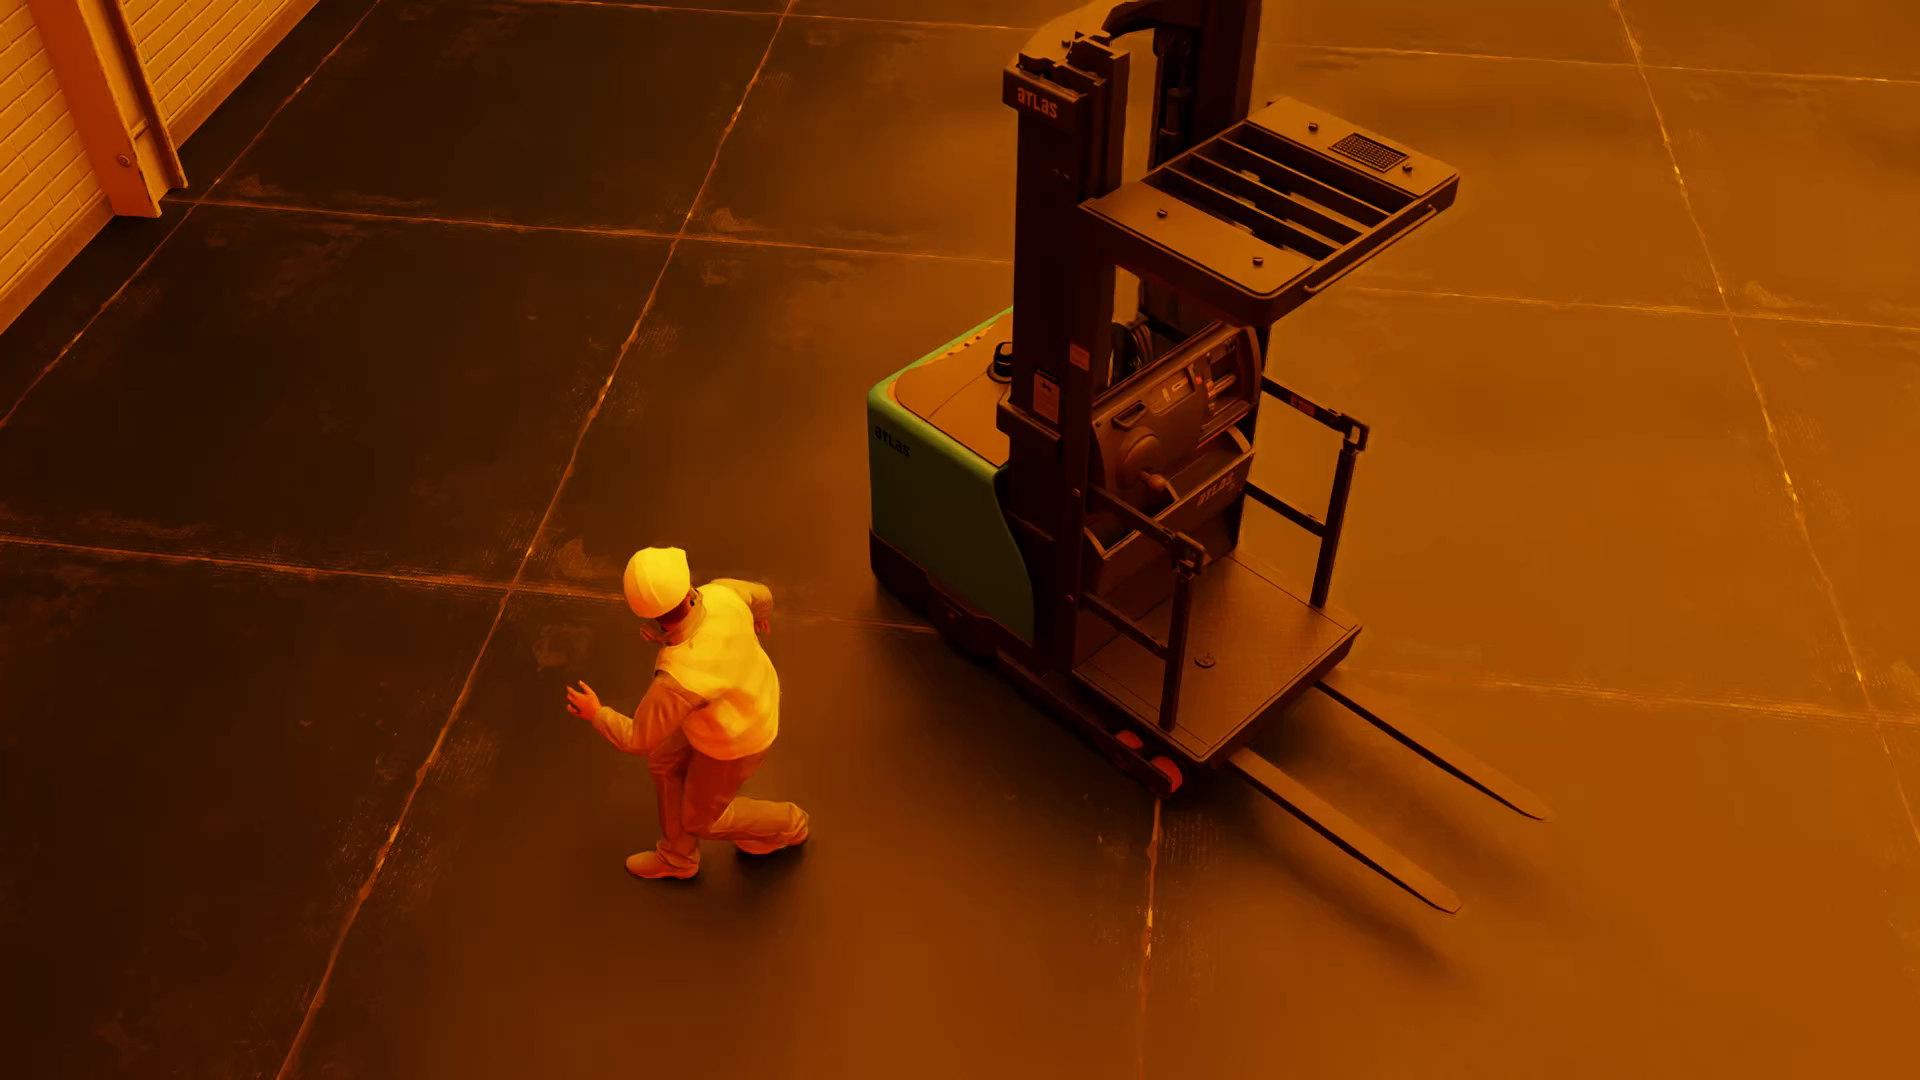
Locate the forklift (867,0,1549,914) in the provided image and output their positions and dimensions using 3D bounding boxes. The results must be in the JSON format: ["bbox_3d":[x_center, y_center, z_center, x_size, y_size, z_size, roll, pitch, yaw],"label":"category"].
[{"bbox_3d":[0.980,-0.438,6.201,1.130,2.935,3.031,-34,52,-31],"label":"forklift"}]

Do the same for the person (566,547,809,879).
[{"bbox_3d":[-0.994,0.578,6.067,0.807,1.648,0.818,1,43,1],"label":"person"}]
